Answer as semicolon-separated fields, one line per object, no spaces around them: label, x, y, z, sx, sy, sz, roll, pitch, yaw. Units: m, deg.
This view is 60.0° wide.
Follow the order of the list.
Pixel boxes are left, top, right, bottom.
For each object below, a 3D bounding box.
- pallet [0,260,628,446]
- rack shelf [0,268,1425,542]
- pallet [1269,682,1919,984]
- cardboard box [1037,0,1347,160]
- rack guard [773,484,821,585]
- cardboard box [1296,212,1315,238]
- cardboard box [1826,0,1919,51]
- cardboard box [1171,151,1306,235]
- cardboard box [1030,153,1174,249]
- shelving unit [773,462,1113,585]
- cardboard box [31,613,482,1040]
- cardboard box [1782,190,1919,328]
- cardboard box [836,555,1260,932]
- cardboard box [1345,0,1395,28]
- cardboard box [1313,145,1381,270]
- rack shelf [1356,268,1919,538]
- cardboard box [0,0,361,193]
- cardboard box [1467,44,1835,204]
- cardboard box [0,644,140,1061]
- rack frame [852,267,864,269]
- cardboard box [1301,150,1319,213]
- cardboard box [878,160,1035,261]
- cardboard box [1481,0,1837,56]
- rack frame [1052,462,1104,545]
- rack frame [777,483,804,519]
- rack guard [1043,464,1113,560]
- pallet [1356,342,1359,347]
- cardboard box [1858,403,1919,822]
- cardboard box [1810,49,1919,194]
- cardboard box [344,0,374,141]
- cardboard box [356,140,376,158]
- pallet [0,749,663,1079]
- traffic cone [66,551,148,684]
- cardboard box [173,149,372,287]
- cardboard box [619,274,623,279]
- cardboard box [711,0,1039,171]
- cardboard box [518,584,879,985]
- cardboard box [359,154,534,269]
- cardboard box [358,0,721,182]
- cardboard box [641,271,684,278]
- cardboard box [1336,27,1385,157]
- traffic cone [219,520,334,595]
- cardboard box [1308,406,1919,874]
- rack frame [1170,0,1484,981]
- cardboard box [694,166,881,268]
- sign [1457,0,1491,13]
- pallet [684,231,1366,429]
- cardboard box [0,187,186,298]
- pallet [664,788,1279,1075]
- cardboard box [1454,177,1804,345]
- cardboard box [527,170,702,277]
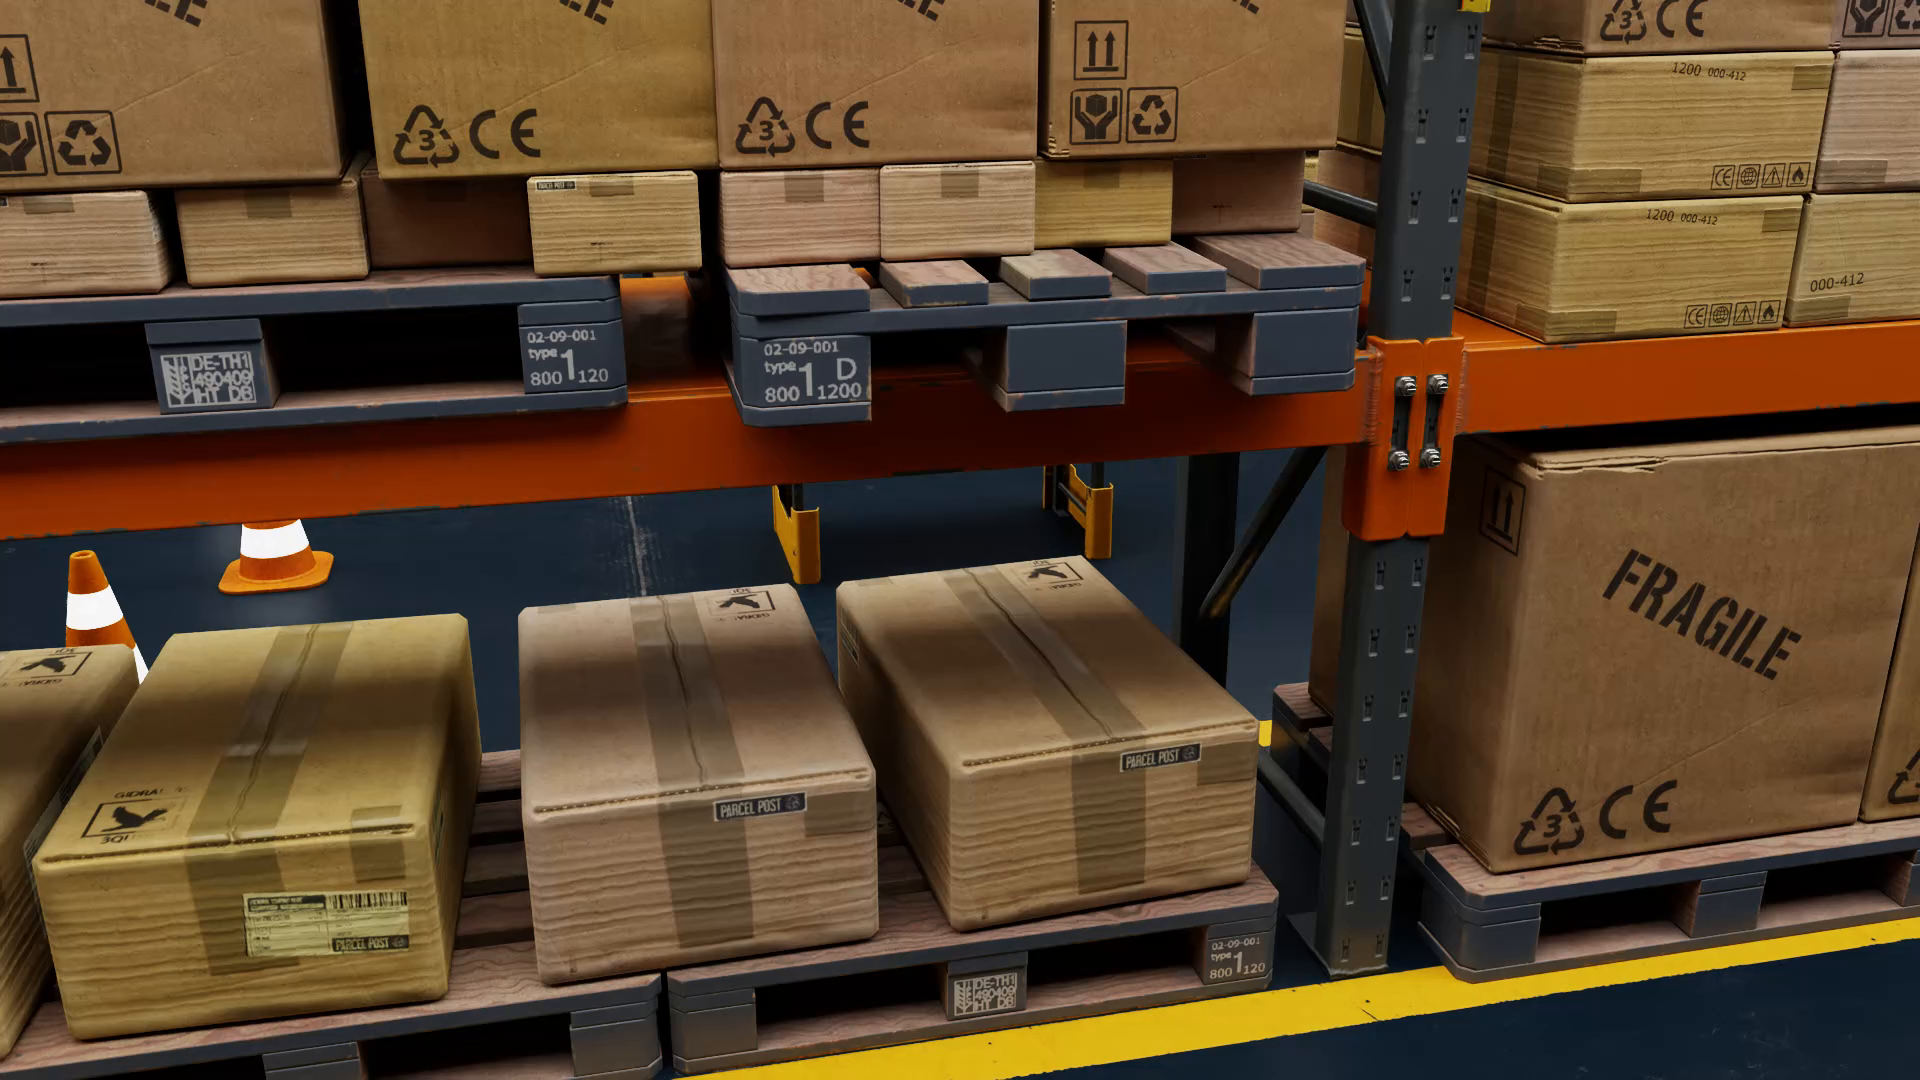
pallet;-1.219;-0.426;2.895;1.213;0.211;1.003;-5;21;-12
rack shelf;-1.248;-0.190;3.019;4.000;0.370;1.077;-5;21;-12
pallet;1.483;0.586;3.908;1.213;0.211;1.003;-5;21;-12
cardboard box;0.320;-0.941;2.834;0.500;0.500;0.500;-5;21;-14
rack guard;-0.559;-0.072;5.648;0.087;0.250;0.587;-5;21;-12
cardboard box;1.692;-1.453;8.443;0.500;0.500;0.500;-5;21;-14
cardboard box;1.715;-1.202;3.137;0.500;0.500;0.500;-5;21;-12
cardboard box;0.434;-0.661;3.012;0.250;0.149;0.380;-4;20;-10
cardboard box;0.189;-0.615;2.888;0.250;0.149;0.380;-4;21;-12
shelving unit;-0.074;-0.698;5.540;1.083;1.500;0.587;-5;21;-12
cardboard box;-1.309;0.511;3.268;0.625;0.372;0.950;-4;20;-11
cardboard box;1.728;-0.617;3.356;0.500;0.250;0.500;-5;21;-14
cardboard box;0.146;0.392;3.594;0.625;0.372;0.950;-6;21;-16
cardboard box;1.141;-1.331;3.489;0.500;0.500;0.500;-5;21;-14
cardboard box;1.131;-0.743;3.699;0.500;0.250;0.500;-5;21;-14
rack shelf;2.645;-0.507;3.883;4.000;0.370;1.077;-5;21;-12
cardboard box;-1.203;-0.813;2.485;0.500;0.500;0.500;-6;21;-15
cardboard box;1.248;-0.808;3.151;0.500;0.250;0.500;-5;21;-13
cardboard box;-1.986;0.567;3.117;0.625;0.372;0.950;-3;20;-9
rack frame;-0.539;-2.335;7.829;0.127;3.000;1.000;-5;21;-12
cardboard box;1.673;-1.801;8.304;0.500;0.250;0.500;-6;21;-15
cardboard box;-0.046;-0.580;2.793;0.250;0.149;0.380;-5;21;-13
cardboard box;1.235;-1.160;3.021;0.500;0.500;0.500;-5;21;-14
rack frame;0.412;-0.738;5.648;0.032;1.500;0.500;-5;21;-12
rack frame;-0.578;-0.657;5.428;0.032;1.500;0.500;-5;21;-12
rack guard;0.410;-0.151;5.863;0.087;0.250;0.587;-5;21;-12
pallet;1.407;-1.183;8.736;1.213;0.211;1.003;-5;21;-12
cardboard box;2.259;0.018;3.883;0.875;0.875;0.875;-4;21;-12
cardboard box;1.752;-0.849;3.261;0.500;0.250;0.500;-4;21;-11
cardboard box;-1.302;-0.987;2.960;0.500;0.500;0.500;-5;21;-15
cardboard box;-0.975;-0.689;3.090;0.250;0.149;0.380;-4;20;-10
pallet;-1.247;0.780;3.379;1.213;0.211;1.003;-5;21;-12
traffic cone;-2.310;0.255;4.446;0.334;0.463;0.336;-5;21;-12
cardboard box;-1.056;-0.512;2.605;0.250;0.149;0.380;-5;21;-14
cardboard box;-2.002;-1.388;7.902;0.750;0.750;1.050;-4;21;-12
cardboard box;-0.181;-0.896;2.713;0.500;0.500;0.500;-5;21;-13
cardboard box;-0.570;0.453;3.427;0.625;0.372;0.950;-5;21;-14
cardboard box;-0.831;-0.559;2.734;0.250;0.149;0.380;-4;21;-12
cardboard box;-0.672;-0.856;2.602;0.500;0.500;0.500;-6;21;-16
cardboard box;-1.152;-1.458;8.094;0.750;0.750;1.050;-5;21;-13
cardboard box;1.111;-0.974;3.604;0.500;0.250;0.500;-5;21;-13
traffic cone;-2.258;-0.103;5.423;0.334;0.463;0.336;-5;21;-12
cardboard box;1.390;0.087;3.694;0.875;0.875;0.875;-5;21;-13
rack frame;0.698;-0.686;3.327;0.127;3.000;1.000;-5;21;-12
cardboard box;-0.292;-0.563;2.746;0.250;0.149;0.380;-6;21;-15
sign;0.832;-1.012;2.648;0.005;0.325;0.100;-5;21;-12
pallet;0.029;-0.504;3.109;1.003;0.211;1.213;-5;21;-12
cardboard box;-1.309;-0.481;2.521;0.250;0.149;0.380;-4;20;-10
pallet;-0.062;0.684;3.639;1.213;0.211;1.003;-5;21;-12
cardboard box;1.233;-0.570;3.229;0.500;0.250;0.500;-5;21;-13
cardboard box;-0.557;-0.537;2.673;0.250;0.149;0.380;-4;21;-12
